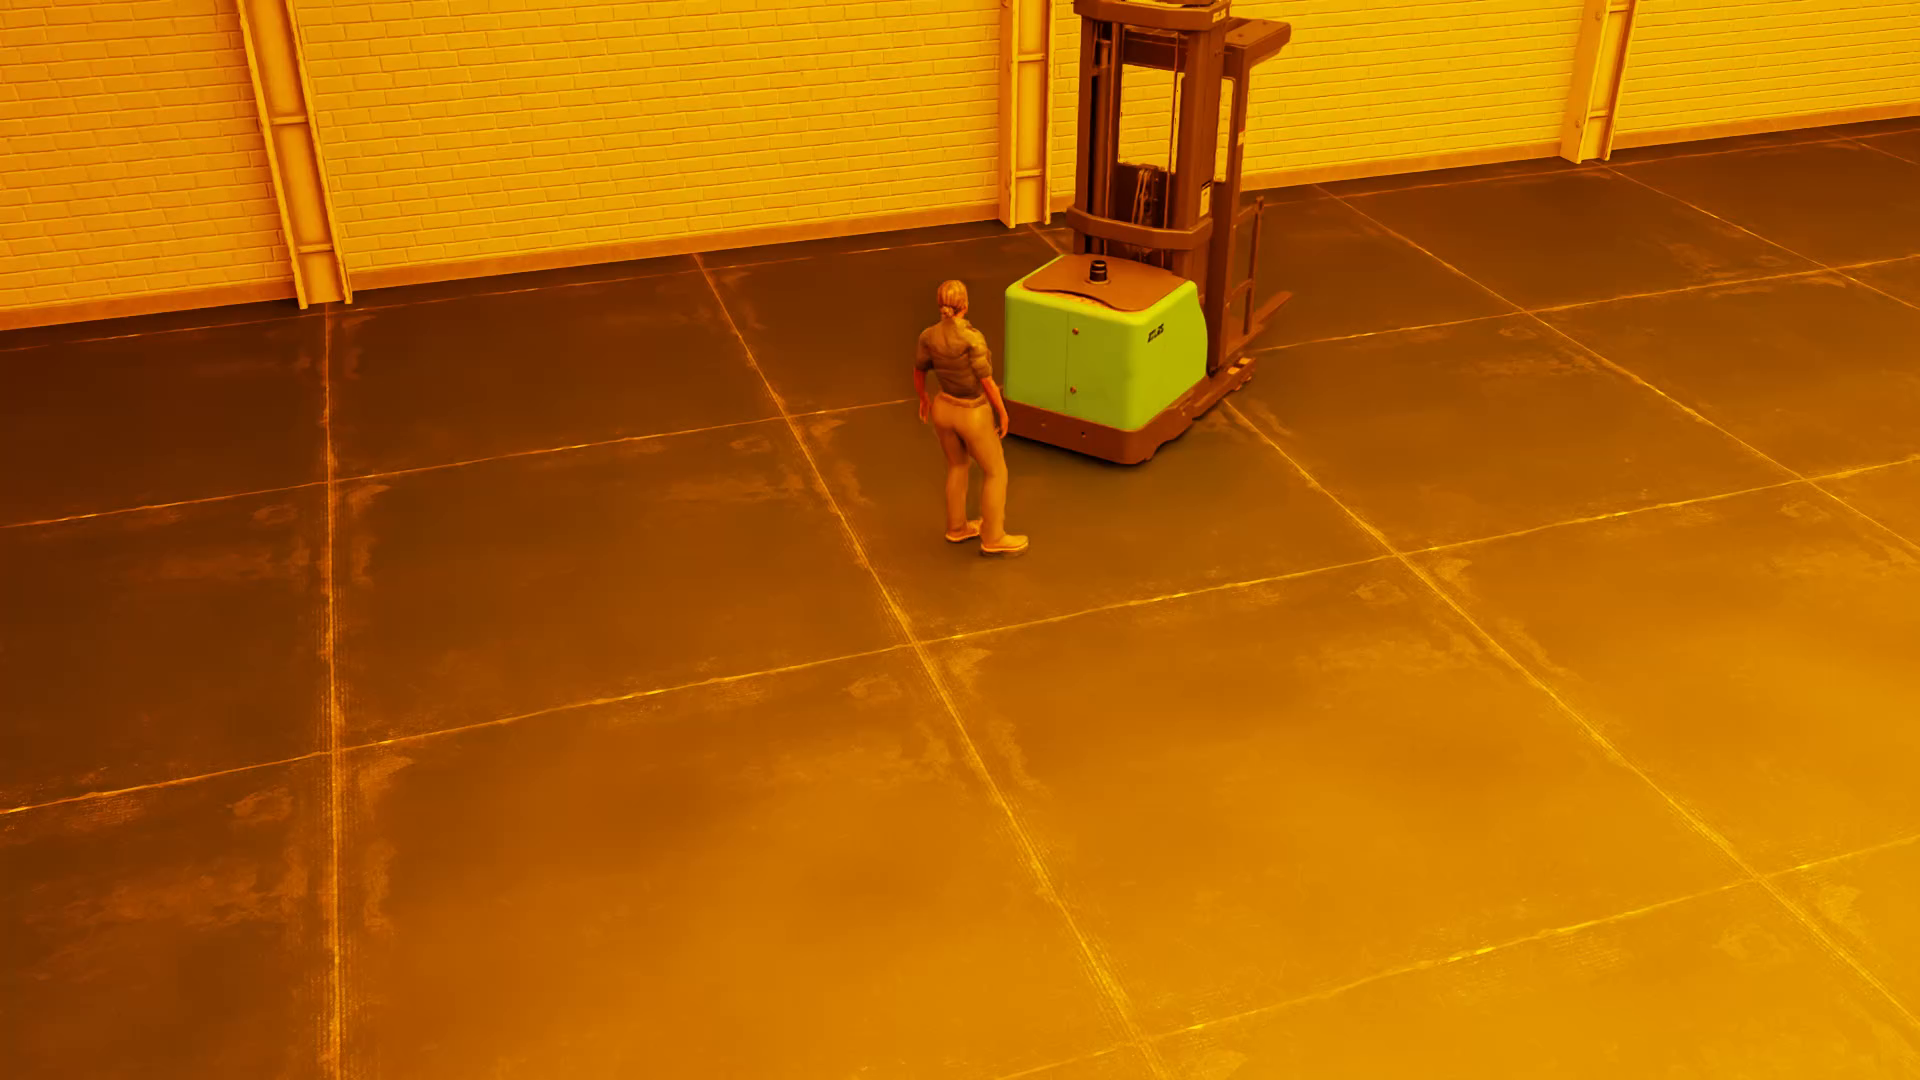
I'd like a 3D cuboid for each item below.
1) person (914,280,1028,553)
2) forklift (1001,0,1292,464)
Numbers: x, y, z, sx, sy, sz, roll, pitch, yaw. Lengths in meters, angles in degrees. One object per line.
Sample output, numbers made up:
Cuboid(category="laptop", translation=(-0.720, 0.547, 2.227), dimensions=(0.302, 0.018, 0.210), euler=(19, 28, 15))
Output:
Cuboid(category="person", translation=(0.041, -0.718, 9.638), dimensions=(0.718, 1.651, 0.362), euler=(17, 34, 28))
Cuboid(category="forklift", translation=(1.489, -2.452, 11.348), dimensions=(1.130, 2.935, 3.031), euler=(18, 34, 28))
